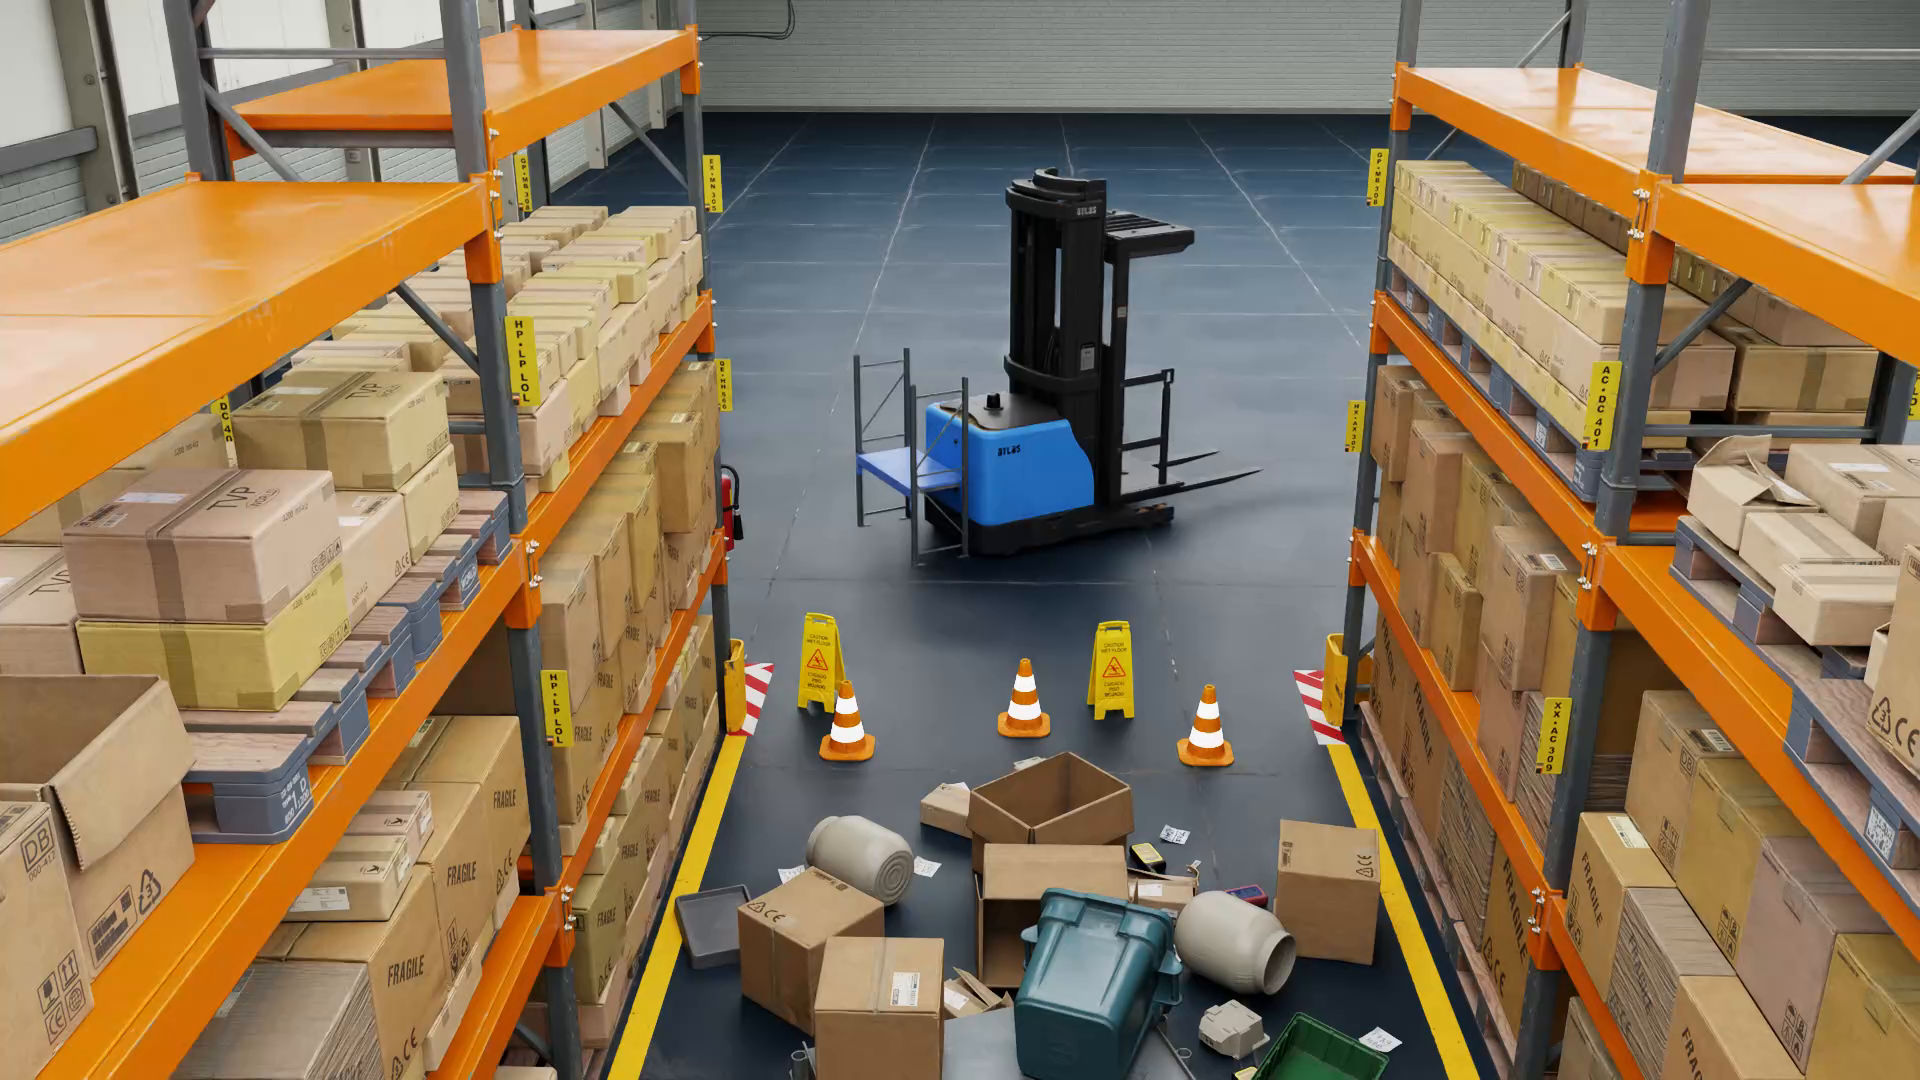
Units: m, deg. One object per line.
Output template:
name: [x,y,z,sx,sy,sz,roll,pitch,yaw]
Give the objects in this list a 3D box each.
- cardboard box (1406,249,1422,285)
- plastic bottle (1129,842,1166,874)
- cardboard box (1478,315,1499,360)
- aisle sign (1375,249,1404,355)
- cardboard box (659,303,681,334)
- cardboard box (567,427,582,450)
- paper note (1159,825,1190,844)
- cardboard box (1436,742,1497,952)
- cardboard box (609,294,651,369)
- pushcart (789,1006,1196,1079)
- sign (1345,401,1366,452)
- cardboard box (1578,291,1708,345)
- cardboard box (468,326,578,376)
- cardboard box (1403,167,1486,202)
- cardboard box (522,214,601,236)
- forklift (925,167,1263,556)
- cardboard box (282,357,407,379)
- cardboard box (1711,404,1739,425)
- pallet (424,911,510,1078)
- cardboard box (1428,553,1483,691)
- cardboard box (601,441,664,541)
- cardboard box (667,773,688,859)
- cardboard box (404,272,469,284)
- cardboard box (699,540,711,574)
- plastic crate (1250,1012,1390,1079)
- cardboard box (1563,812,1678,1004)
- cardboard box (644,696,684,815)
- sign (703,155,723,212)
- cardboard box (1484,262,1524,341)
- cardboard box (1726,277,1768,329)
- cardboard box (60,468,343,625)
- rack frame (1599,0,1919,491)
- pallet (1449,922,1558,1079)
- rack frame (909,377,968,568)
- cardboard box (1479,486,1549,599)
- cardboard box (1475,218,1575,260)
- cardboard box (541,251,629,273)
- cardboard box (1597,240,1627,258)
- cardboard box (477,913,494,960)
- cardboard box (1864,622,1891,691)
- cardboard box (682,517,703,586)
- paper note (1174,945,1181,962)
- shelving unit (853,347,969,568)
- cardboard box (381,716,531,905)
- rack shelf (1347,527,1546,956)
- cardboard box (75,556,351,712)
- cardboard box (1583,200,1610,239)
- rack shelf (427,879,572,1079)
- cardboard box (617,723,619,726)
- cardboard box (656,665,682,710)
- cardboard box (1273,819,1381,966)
cardboard box: [2.621,-1.464,8.930,0.380,0.149,0.250,1,21,2]
plastic bottle: [1.051,1.769,9.177,0.133,0.061,0.283,-7,22,-17]
cardboard box: [2.574,-0.916,7.519,0.380,0.149,0.250,0,21,1]
aisle sign: [2.669,-1.484,9.907,0.394,0.787,0.004,1,21,2]
cardboard box: [-1.732,-1.224,9.031,0.380,0.149,0.250,1,21,3]
cardboard box: [-1.842,-0.481,7.116,0.380,0.149,0.250,1,21,3]
paper note: [1.224,1.675,9.465,0.144,0.017,0.142,8,23,20]
cardboard box: [2.958,1.445,8.307,0.875,0.875,0.875,1,21,2]
cardboard box: [-1.770,-0.988,7.872,0.500,0.250,0.500,1,21,2]
pushcart: [0.175,2.415,7.077,1.648,0.377,0.936,-7,22,-17]
sign: [2.413,-0.692,10.153,0.100,0.325,0.005,1,21,2]
cardboard box: [2.538,-0.828,6.189,0.380,0.149,0.250,0,21,1]
cardboard box: [-1.774,-0.768,6.753,0.380,0.149,0.250,0,21,0]
cardboard box: [2.630,-1.931,9.031,0.380,0.149,0.250,1,21,2]
cardboard box: [-2.190,-1.697,9.146,0.380,0.149,0.250,1,21,1]
forklift: [1.231,-1.612,13.925,3.031,2.935,1.130,-12,24,-29]
cardboard box: [-2.314,-0.585,6.281,0.380,0.149,0.250,1,21,3]
cardboard box: [3.202,-0.542,6.555,0.380,0.149,0.250,1,21,2]
pallet: [-2.274,1.549,5.948,1.003,0.211,1.213,1,21,2]
cardboard box: [2.889,0.414,8.402,0.875,0.550,0.500,1,21,2]
cardboard box: [-1.870,-0.178,8.203,0.700,0.500,0.500,1,21,1]
cardboard box: [-1.773,1.497,9.039,0.500,0.250,0.500,0,21,0]
cardboard box: [-2.362,-1.147,7.729,0.380,0.149,0.250,1,21,2]
cardboard box: [-1.678,0.086,9.800,0.380,0.149,0.250,0,21,1]
plastic crate: [1.541,2.410,7.272,0.450,0.188,0.662,23,29,25]
cardboard box: [2.561,1.344,6.074,0.500,0.500,0.500,1,21,2]
cardboard box: [-1.782,1.139,8.924,0.500,0.500,0.500,0,21,0]
sign: [-1.429,-2.059,9.611,0.100,0.325,0.005,1,21,2]
cardboard box: [2.637,-1.051,7.315,0.500,0.250,0.500,0,21,1]
cardboard box: [3.203,-0.913,6.407,0.380,0.149,0.250,0,21,1]
cardboard box: [-2.005,0.008,4.444,0.500,0.250,0.500,1,21,3]
rack frame: [2.846,-1.594,5.490,1.000,3.000,0.127,1,21,2]
pallet: [2.947,2.229,7.786,1.003,0.211,1.213,1,21,2]
rack frame: [-0.160,-0.527,13.107,0.500,1.500,0.032,-11,24,-26]
cardboard box: [2.946,0.103,7.710,0.875,0.550,0.550,1,21,2]
cardboard box: [2.584,-1.377,7.604,0.380,0.149,0.250,1,21,2]
cardboard box: [-1.842,-1.329,8.200,0.380,0.149,0.250,0,21,0]
cardboard box: [3.184,-1.228,7.771,0.500,0.250,0.500,1,21,2]
cardboard box: [-1.871,1.391,5.858,0.380,0.149,0.250,0,21,0]
cardboard box: [2.577,0.299,4.225,0.396,0.266,0.258,1,21,2]
cardboard box: [-1.745,-0.066,9.297,0.500,0.500,0.500,1,21,2]
paper note: [1.058,2.080,8.431,0.172,0.023,0.155,8,23,20]
shelving unit: [-0.402,-0.689,13.524,0.538,1.500,1.048,-11,24,-26]
cardboard box: [-1.890,0.974,6.036,0.500,0.500,0.500,0,21,1]
rack shelf: [2.906,0.815,8.569,1.077,0.370,4.000,1,21,2]
cardboard box: [-2.015,0.241,4.535,0.500,0.250,0.500,1,21,2]
cardboard box: [3.257,-1.553,8.059,0.380,0.149,0.250,0,21,1]
rack shelf: [-2.166,2.244,4.888,1.077,0.370,4.000,1,21,2]
cardboard box: [-1.822,0.818,7.915,0.380,0.149,0.250,1,21,1]
cardboard box: [-1.712,0.785,8.939,0.380,0.149,0.250,2,21,4]
cardboard box: [1.867,1.795,8.502,0.500,0.500,0.500,4,22,11]
